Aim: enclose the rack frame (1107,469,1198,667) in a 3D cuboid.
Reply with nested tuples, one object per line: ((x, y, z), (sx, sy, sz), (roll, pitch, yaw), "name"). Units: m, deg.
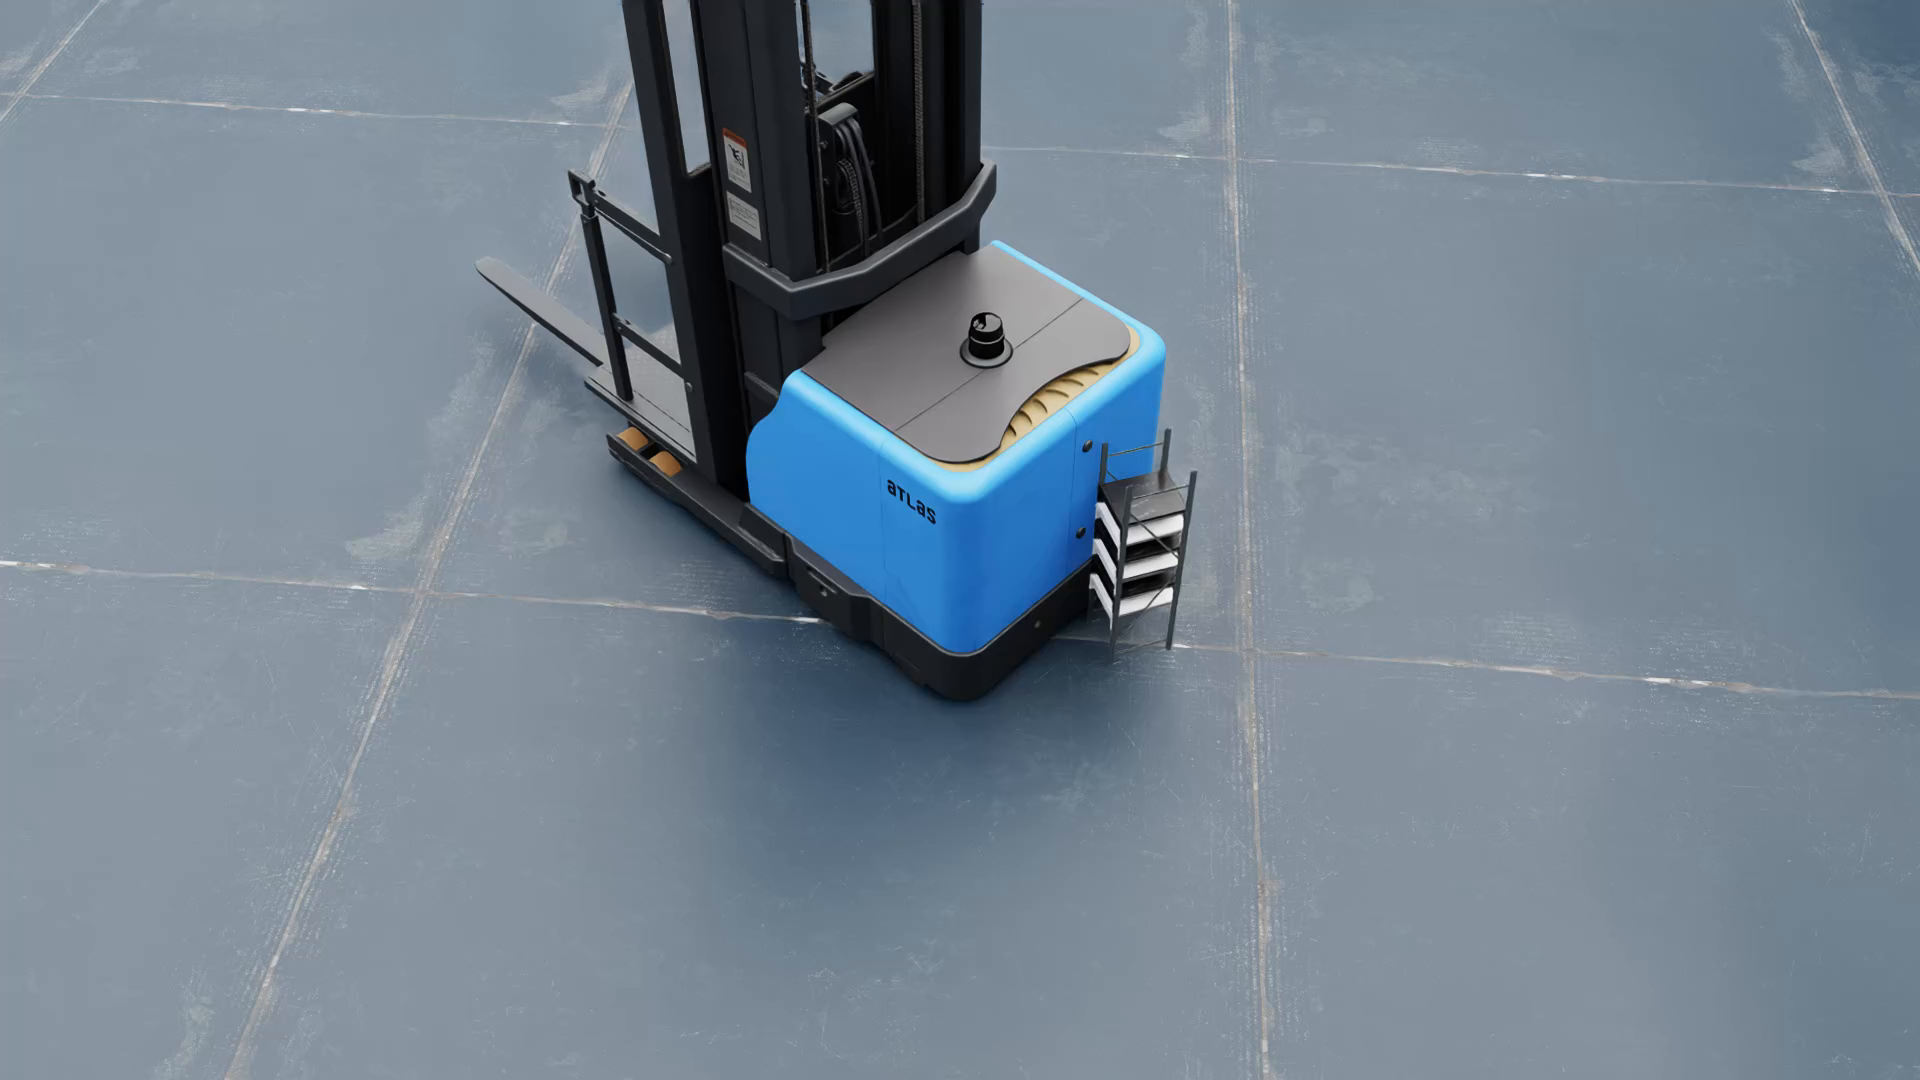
((0.633, 0.111, 5.538), (0.240, 0.900, 0.006), (-14, 49, -12), "rack frame")

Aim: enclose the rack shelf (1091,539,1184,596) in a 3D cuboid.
((0.600, 0.063, 5.628), (0.258, 0.077, 0.200), (-14, 49, -12), "rack shelf")

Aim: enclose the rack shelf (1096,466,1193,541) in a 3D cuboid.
((0.600, -0.119, 5.429), (0.258, 0.077, 0.200), (-14, 49, -12), "rack shelf")

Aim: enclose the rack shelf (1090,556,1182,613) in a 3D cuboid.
((0.600, 0.124, 5.694), (0.258, 0.077, 0.200), (-14, 49, -12), "rack shelf")

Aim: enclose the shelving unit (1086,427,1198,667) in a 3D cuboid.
((0.600, 0.040, 5.603), (0.258, 0.900, 0.210), (-14, 49, -12), "shelving unit")

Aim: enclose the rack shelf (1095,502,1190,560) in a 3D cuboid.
((0.600, -0.059, 5.495), (0.258, 0.077, 0.200), (-14, 49, -12), "rack shelf")

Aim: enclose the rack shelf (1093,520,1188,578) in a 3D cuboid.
((0.600, 0.002, 5.561), (0.258, 0.077, 0.200), (-14, 49, -12), "rack shelf")

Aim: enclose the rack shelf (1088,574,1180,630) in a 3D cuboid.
((0.600, 0.184, 5.761), (0.258, 0.077, 0.200), (-14, 49, -12), "rack shelf")

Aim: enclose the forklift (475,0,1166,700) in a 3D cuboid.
((-0.724, -1.413, 5.557), (3.031, 2.935, 1.130), (35, 57, 28), "forklift")

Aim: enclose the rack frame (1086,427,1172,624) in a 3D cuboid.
((0.568, -0.031, 5.668), (0.240, 0.900, 0.006), (-14, 49, -12), "rack frame")
